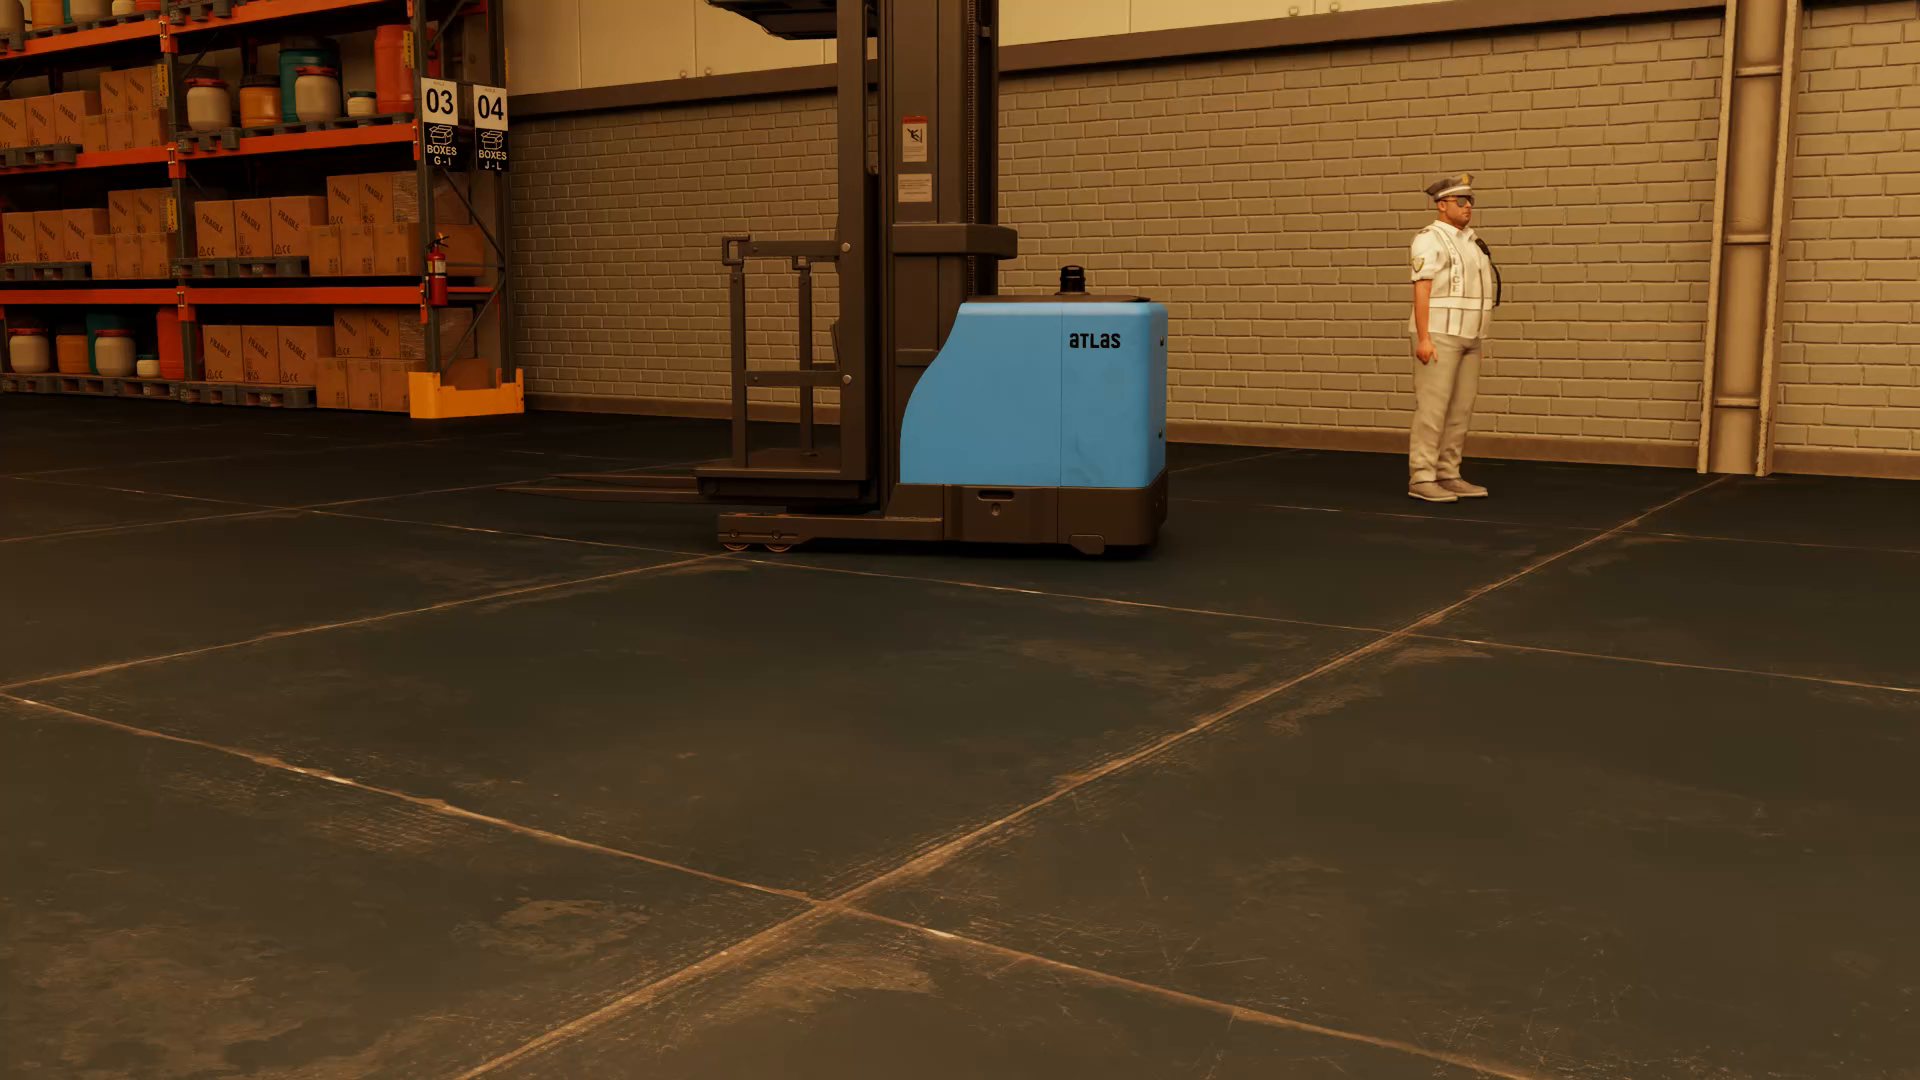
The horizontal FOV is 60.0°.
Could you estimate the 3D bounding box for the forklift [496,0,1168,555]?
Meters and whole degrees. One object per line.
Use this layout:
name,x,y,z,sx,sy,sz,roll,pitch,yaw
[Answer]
forklift,-0.596,-1.469,7.520,3.031,2.935,1.130,2,8,12

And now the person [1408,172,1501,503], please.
person,2.701,-1.114,9.151,0.522,1.775,0.401,-7,11,-41
